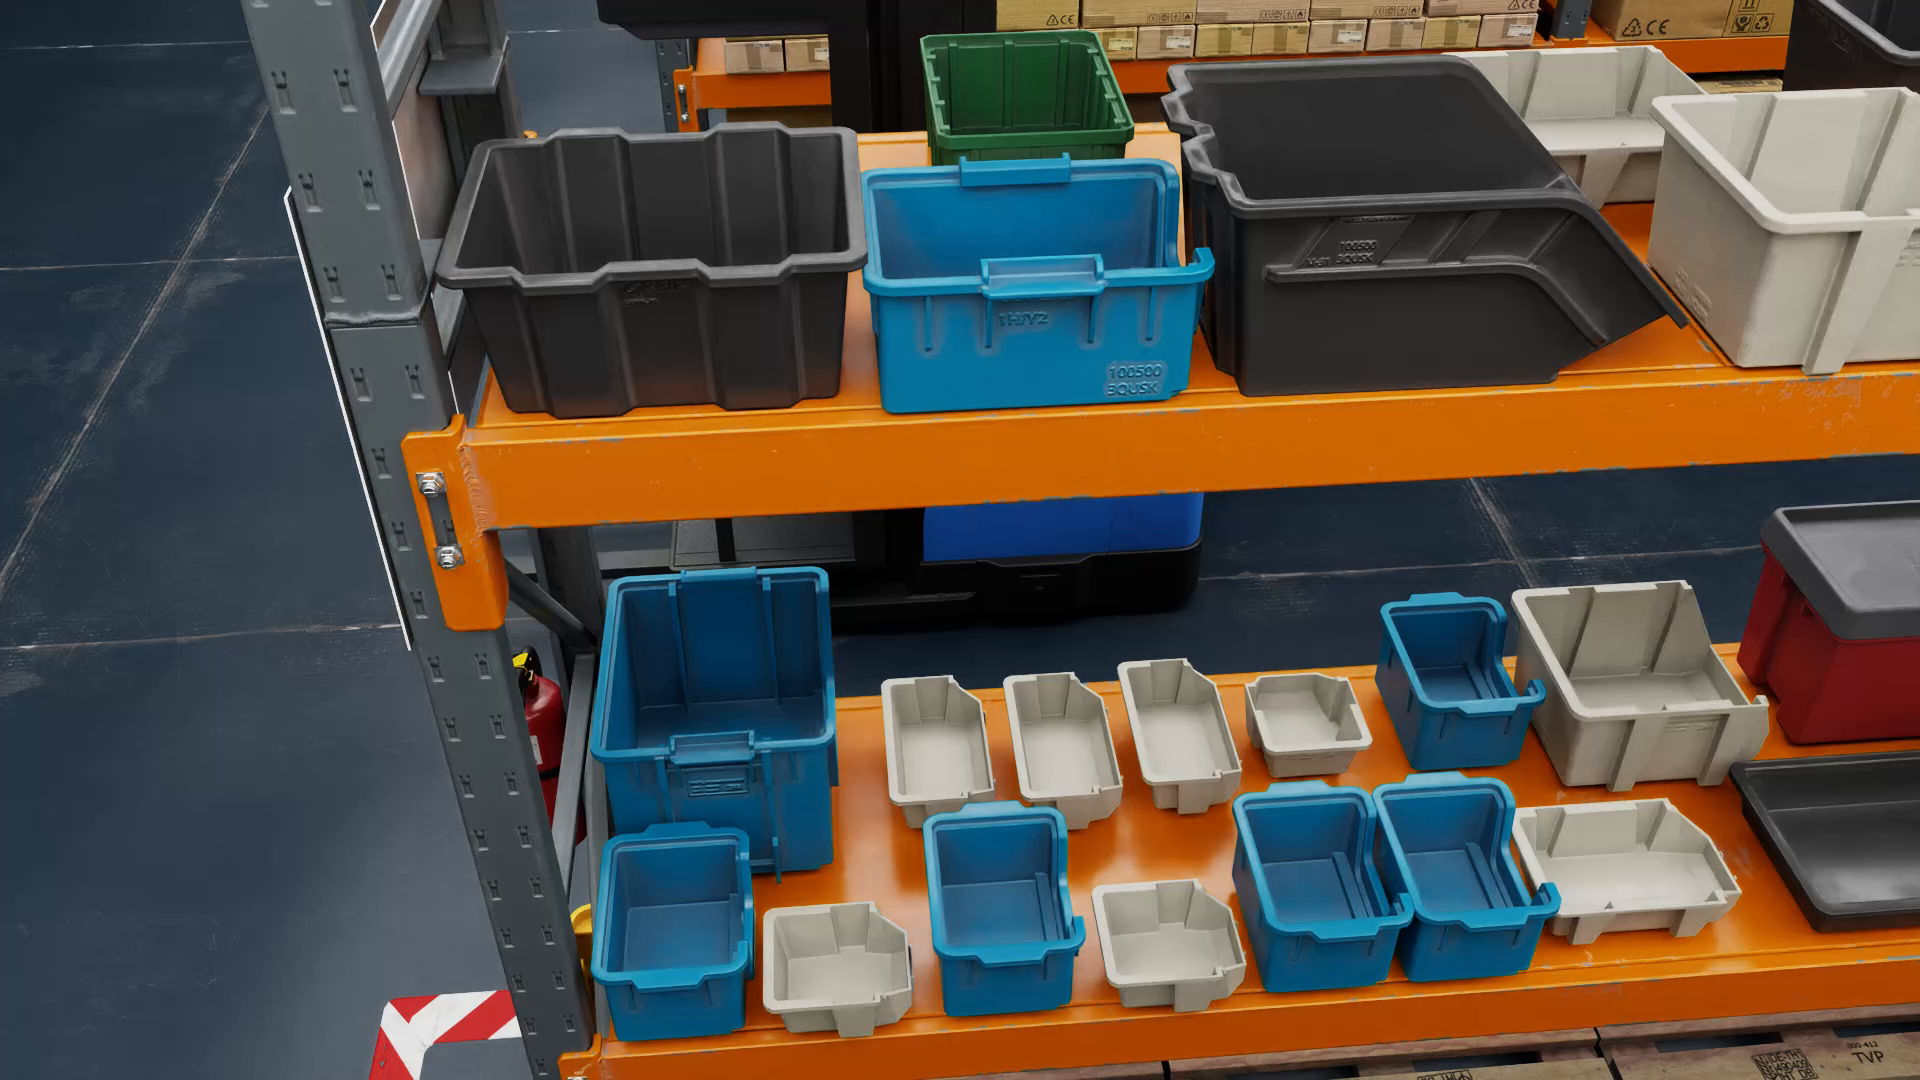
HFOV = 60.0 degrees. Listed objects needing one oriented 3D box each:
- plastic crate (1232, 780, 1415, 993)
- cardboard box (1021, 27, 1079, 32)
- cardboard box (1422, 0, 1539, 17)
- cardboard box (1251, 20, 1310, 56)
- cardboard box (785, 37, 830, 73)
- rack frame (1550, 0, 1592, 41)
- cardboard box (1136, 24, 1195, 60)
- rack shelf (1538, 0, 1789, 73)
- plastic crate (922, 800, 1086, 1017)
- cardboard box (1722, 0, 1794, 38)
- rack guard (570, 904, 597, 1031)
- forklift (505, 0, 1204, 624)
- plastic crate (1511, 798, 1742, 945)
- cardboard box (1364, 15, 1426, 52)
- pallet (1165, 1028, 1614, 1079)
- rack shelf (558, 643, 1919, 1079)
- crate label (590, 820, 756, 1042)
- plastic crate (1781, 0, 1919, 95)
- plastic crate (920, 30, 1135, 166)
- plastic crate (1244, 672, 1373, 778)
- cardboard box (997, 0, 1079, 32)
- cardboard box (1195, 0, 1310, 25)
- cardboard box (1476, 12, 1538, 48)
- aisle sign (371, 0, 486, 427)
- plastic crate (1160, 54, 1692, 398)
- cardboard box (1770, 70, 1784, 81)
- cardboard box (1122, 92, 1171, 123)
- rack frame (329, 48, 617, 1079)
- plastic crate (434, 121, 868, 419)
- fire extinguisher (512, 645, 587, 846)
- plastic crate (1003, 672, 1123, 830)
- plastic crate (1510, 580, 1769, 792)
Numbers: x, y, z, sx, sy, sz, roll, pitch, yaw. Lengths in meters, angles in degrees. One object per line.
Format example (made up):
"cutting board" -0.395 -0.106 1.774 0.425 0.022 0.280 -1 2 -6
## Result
"plastic crate" 0.740 0.738 3.480 0.300 0.233 0.416 -3 38 -4
"cardboard box" 0.378 -2.267 7.405 0.250 0.149 0.380 -4 38 -4
"cardboard box" 2.282 -2.569 7.465 0.500 0.250 0.500 -4 38 -5
"cardboard box" 1.399 -2.323 7.476 0.250 0.149 0.380 -2 38 -3
"cardboard box" -0.647 -2.210 7.332 0.250 0.149 0.380 -4 38 -5
"rack frame" 2.699 -2.697 7.747 0.127 3.000 1.000 -3 38 -4
"cardboard box" 0.890 -2.296 7.441 0.250 0.149 0.380 -3 38 -3
"rack shelf" 4.691 -2.525 8.109 4.000 0.370 1.077 -3 38 -4
"plastic crate" 0.084 0.774 3.435 0.300 0.233 0.416 -3 38 -4
"cardboard box" 3.680 -2.636 7.588 0.500 0.500 0.500 -3 38 -4
"rack guard" -0.870 1.569 4.358 0.348 0.500 1.175 -3 38 -4
"forklift" -0.628 -1.118 5.801 3.031 2.935 1.130 -3 38 -4
"plastic crate" 1.430 0.720 3.581 0.466 0.136 0.293 -3 38 -4
"cardboard box" 1.912 -2.352 7.512 0.250 0.149 0.380 -4 38 -5
"pallet" 1.190 1.586 4.569 1.213 0.211 1.003 -3 38 -4
"rack shelf" 1.145 0.751 3.958 4.000 0.370 1.077 -3 38 -4
"crate label" -0.572 0.810 3.389 0.303 0.233 0.416 -3 38 -4
"plastic crate" 1.876 -0.869 3.113 0.590 0.269 0.497 -3 38 -4
"plastic crate" 0.110 -0.747 3.024 0.336 0.188 0.450 -3 38 -4
"plastic crate" 0.808 0.437 3.940 0.250 0.136 0.298 -3 38 -4
"cardboard box" 0.235 -2.453 7.319 0.500 0.250 0.500 -4 38 -5
"cardboard box" 1.259 -2.511 7.392 0.500 0.250 0.500 -2 38 -3
"cardboard box" 2.424 -2.380 7.547 0.250 0.149 0.380 -3 38 -4
"aisle sign" -0.944 -0.619 3.015 0.004 0.787 0.394 -3 38 -4
"plastic crate" 0.699 -0.489 2.577 0.767 0.338 0.504 -3 38 -4
"cardboard box" 4.224 -2.125 8.398 0.875 0.875 1.225 -4 38 -6
"cardboard box" 1.138 -1.992 8.229 0.875 0.875 0.875 -3 38 -4
"rack frame" -0.847 0.578 3.596 0.127 3.000 1.000 -3 38 -4
"plastic crate" -0.439 -0.397 2.516 0.590 0.269 0.497 -3 38 -4
"fire extinguisher" -1.037 0.483 4.080 0.183 0.674 0.296 -3 38 -4
"plastic crate" 0.239 0.495 3.866 0.243 0.136 0.396 -3 38 -4
"plastic crate" 1.600 0.352 3.930 0.530 0.282 0.437 -3 38 -4
